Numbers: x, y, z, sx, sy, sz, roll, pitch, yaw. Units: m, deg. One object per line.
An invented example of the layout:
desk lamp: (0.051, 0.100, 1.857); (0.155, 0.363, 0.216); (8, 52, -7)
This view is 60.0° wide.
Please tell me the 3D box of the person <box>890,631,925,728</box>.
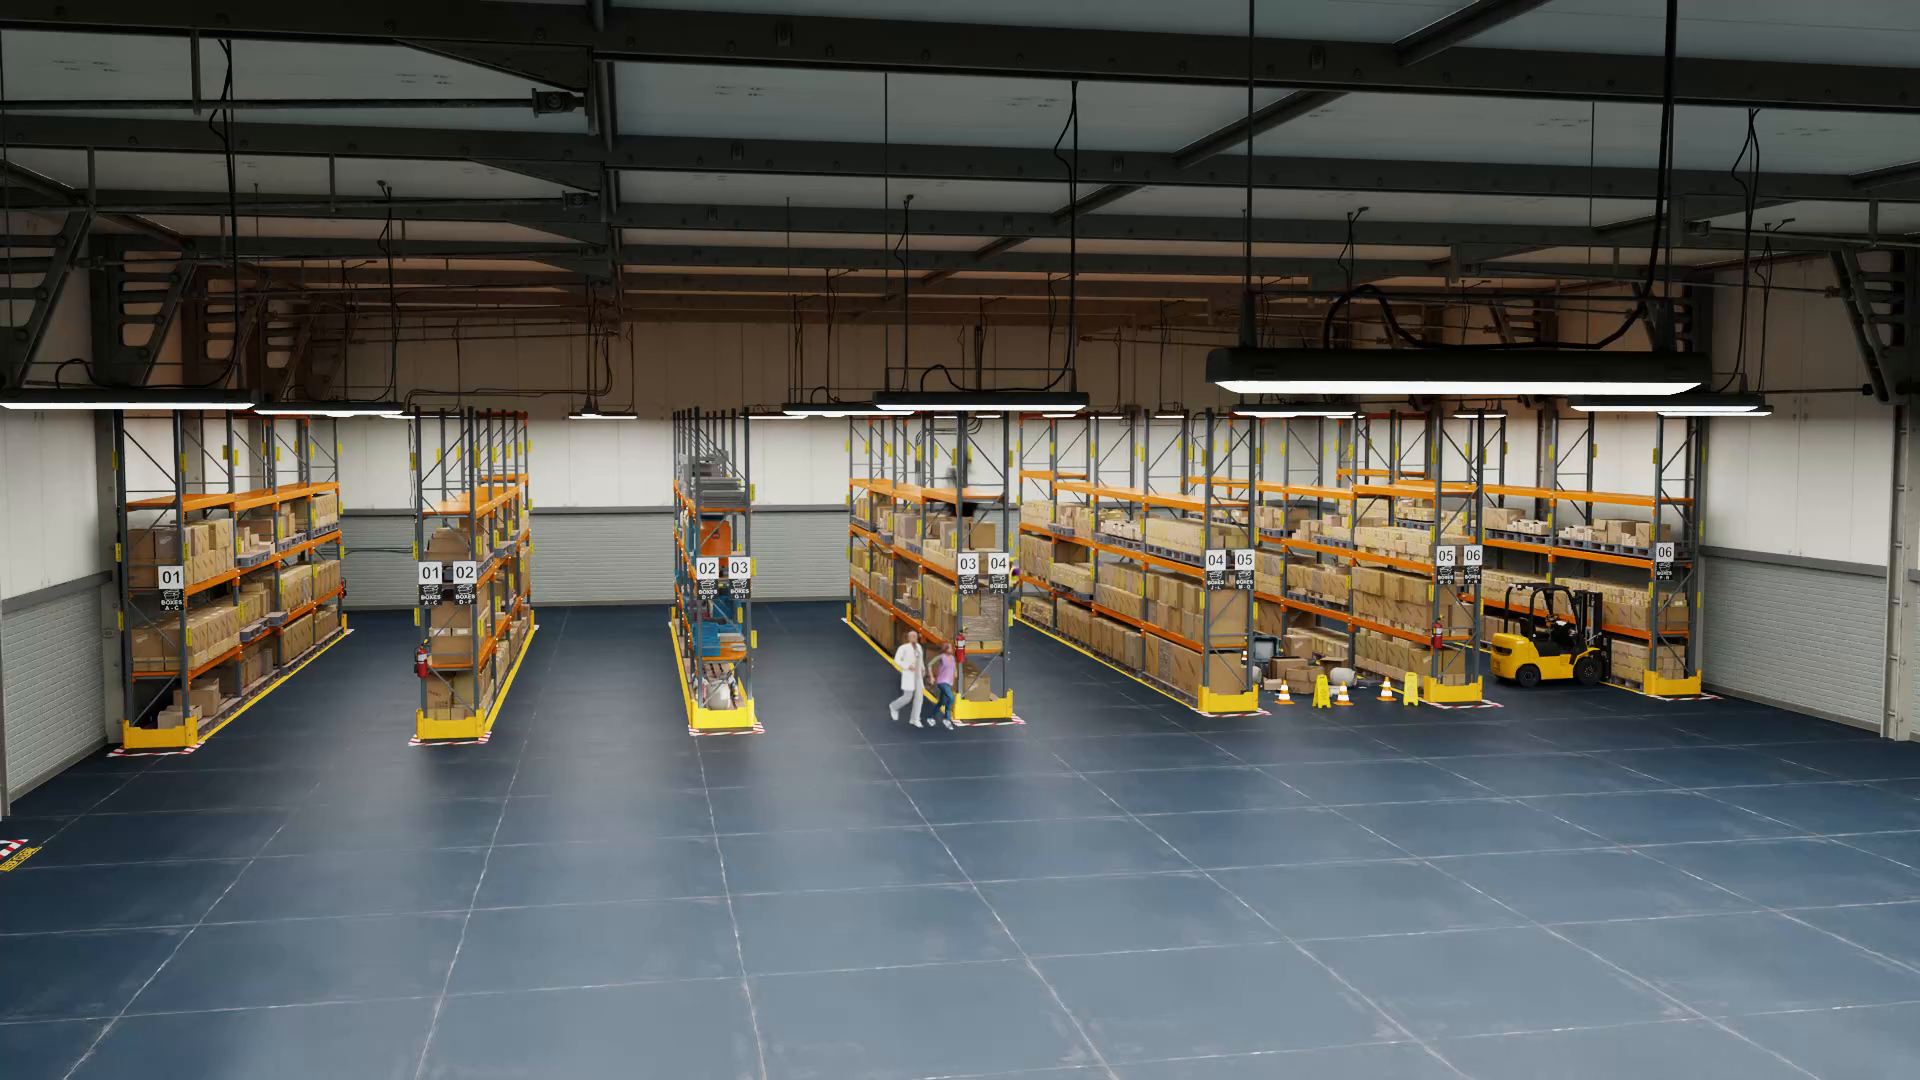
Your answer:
person: (-0.925, 2.617, 31.491); (0.735, 1.787, 0.883); (-3, 5, -40)

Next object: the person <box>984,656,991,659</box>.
person: (0.642, 2.028, 40.442); (0.621, 1.636, 0.813); (-1, 4, -13)

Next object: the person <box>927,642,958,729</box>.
person: (-0.276, 2.709, 31.187); (0.665, 1.571, 0.530); (4, 5, 41)

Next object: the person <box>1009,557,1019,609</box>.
person: (1.416, 1.360, 49.463); (0.516, 1.709, 0.763); (-4, 5, -41)

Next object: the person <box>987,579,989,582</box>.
person: (1.040, 1.575, 45.788); (0.688, 1.735, 0.817); (0, 4, -7)
